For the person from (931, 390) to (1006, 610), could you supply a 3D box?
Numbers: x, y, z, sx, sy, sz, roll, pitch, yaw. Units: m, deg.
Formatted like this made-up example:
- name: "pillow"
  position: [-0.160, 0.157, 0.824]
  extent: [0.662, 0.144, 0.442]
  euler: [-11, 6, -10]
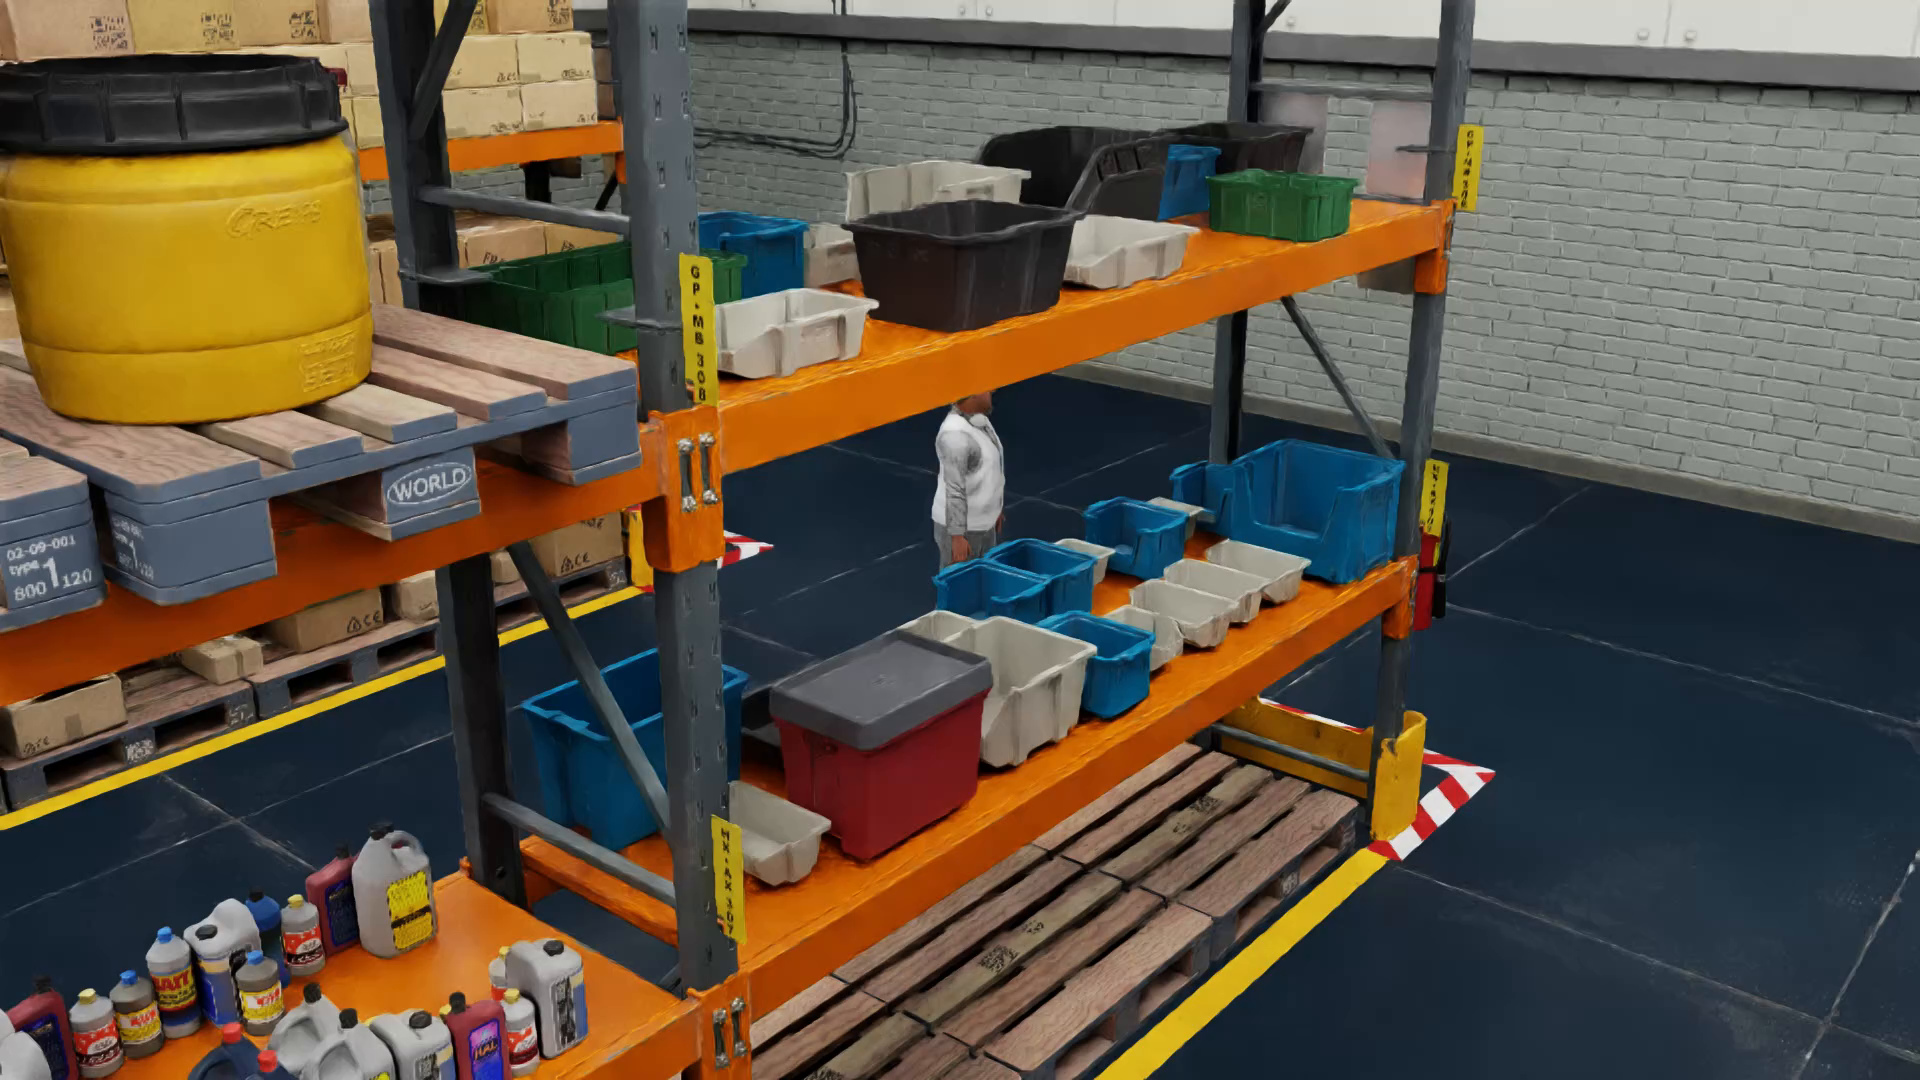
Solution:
- name: "person"
  position: [0.087, -0.097, 8.721]
  extent: [0.472, 1.779, 0.577]
  euler: [5, 21, 13]
